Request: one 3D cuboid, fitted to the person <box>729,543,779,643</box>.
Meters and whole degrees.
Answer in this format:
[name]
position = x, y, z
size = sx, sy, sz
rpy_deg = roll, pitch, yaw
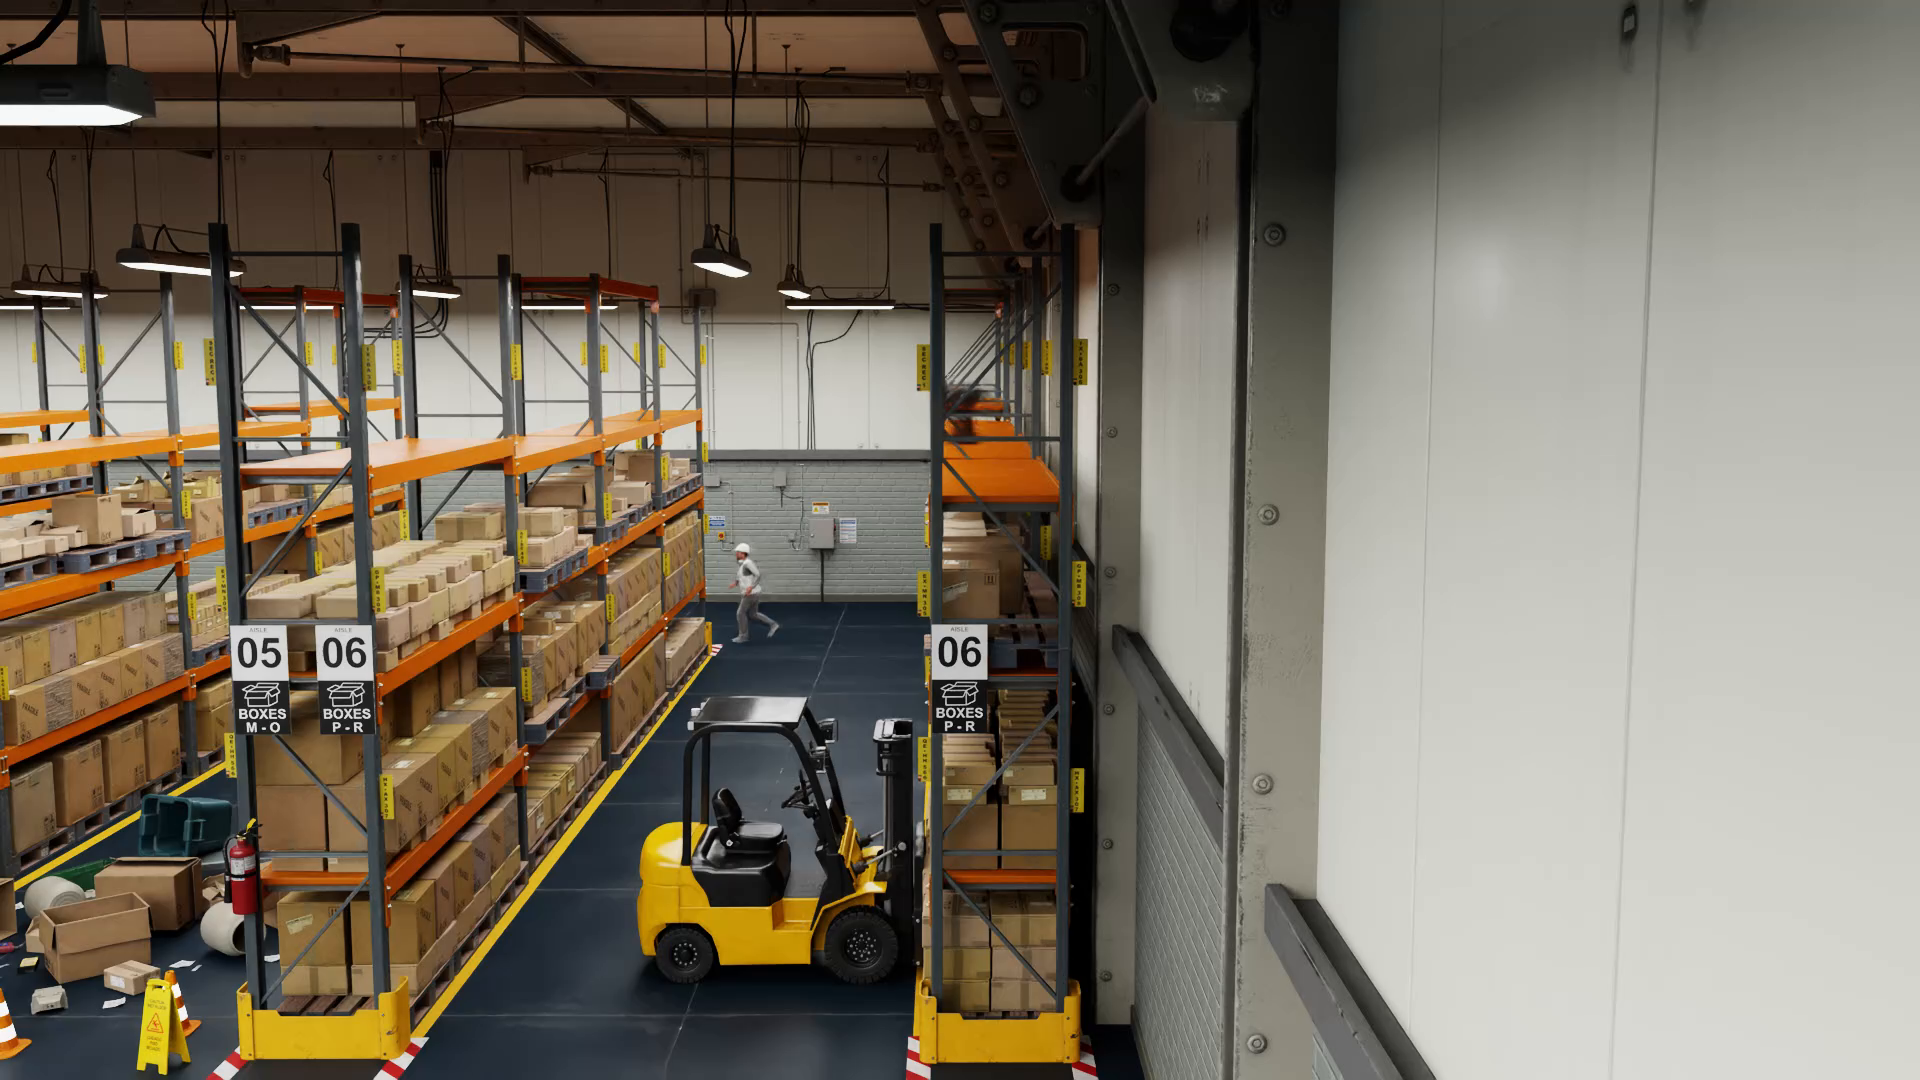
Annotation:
[person]
position = -3.594, 0.918, 29.101
size = 0.871, 1.739, 0.647
rpy_deg = -1, 7, -12
